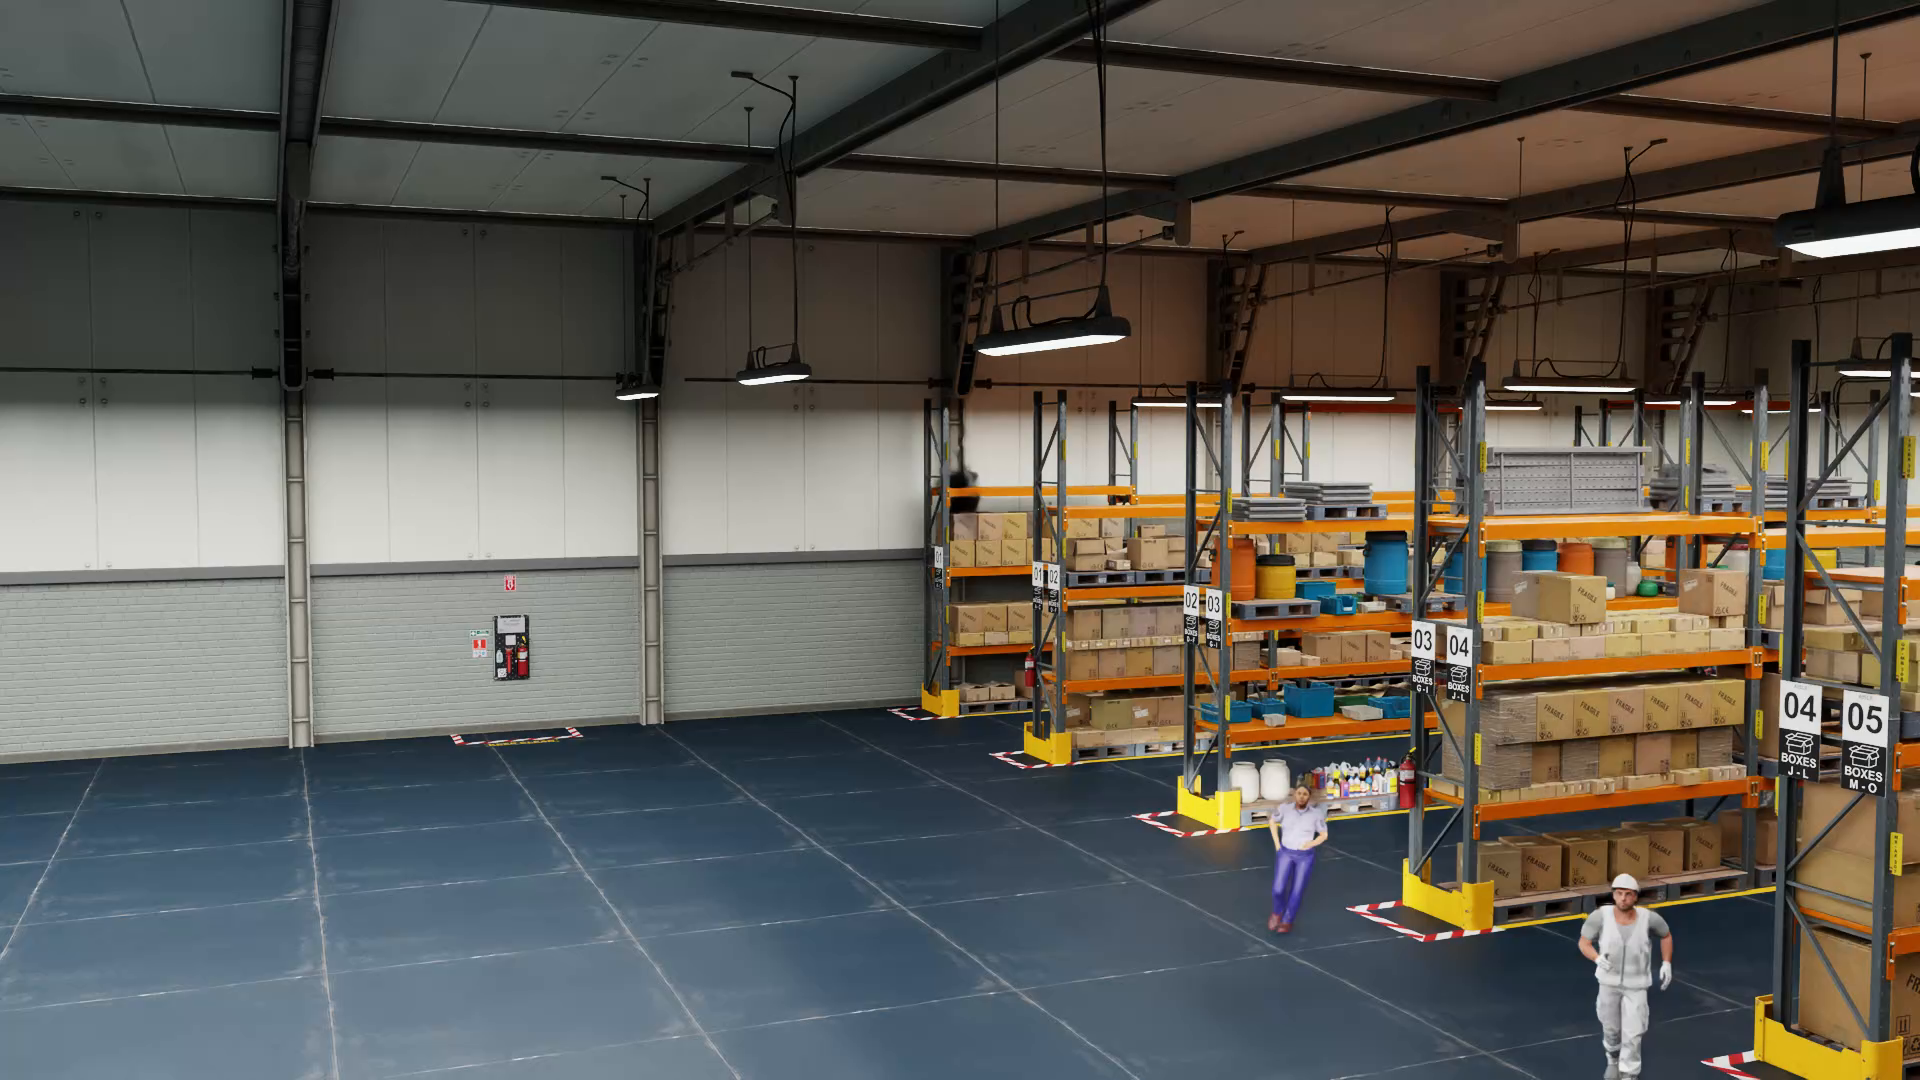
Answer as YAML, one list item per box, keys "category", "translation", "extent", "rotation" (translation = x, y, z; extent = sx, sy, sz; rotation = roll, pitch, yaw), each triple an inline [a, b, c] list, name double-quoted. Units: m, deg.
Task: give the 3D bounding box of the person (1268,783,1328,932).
- category: "person"
  translation: [3.534, 3.337, 17.417]
  extent: [0.605, 1.598, 0.506]
  rotation: [1, 3, 13]

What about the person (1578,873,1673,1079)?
- category: "person"
  translation: [5.191, 3.502, 12.998]
  extent: [0.681, 1.834, 0.848]
  rotation: [2, 4, 25]

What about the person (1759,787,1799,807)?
- category: "person"
  translation: [11.540, 2.943, 23.496]
  extent: [0.774, 1.695, 0.620]
  rotation: [-2, 4, -33]
